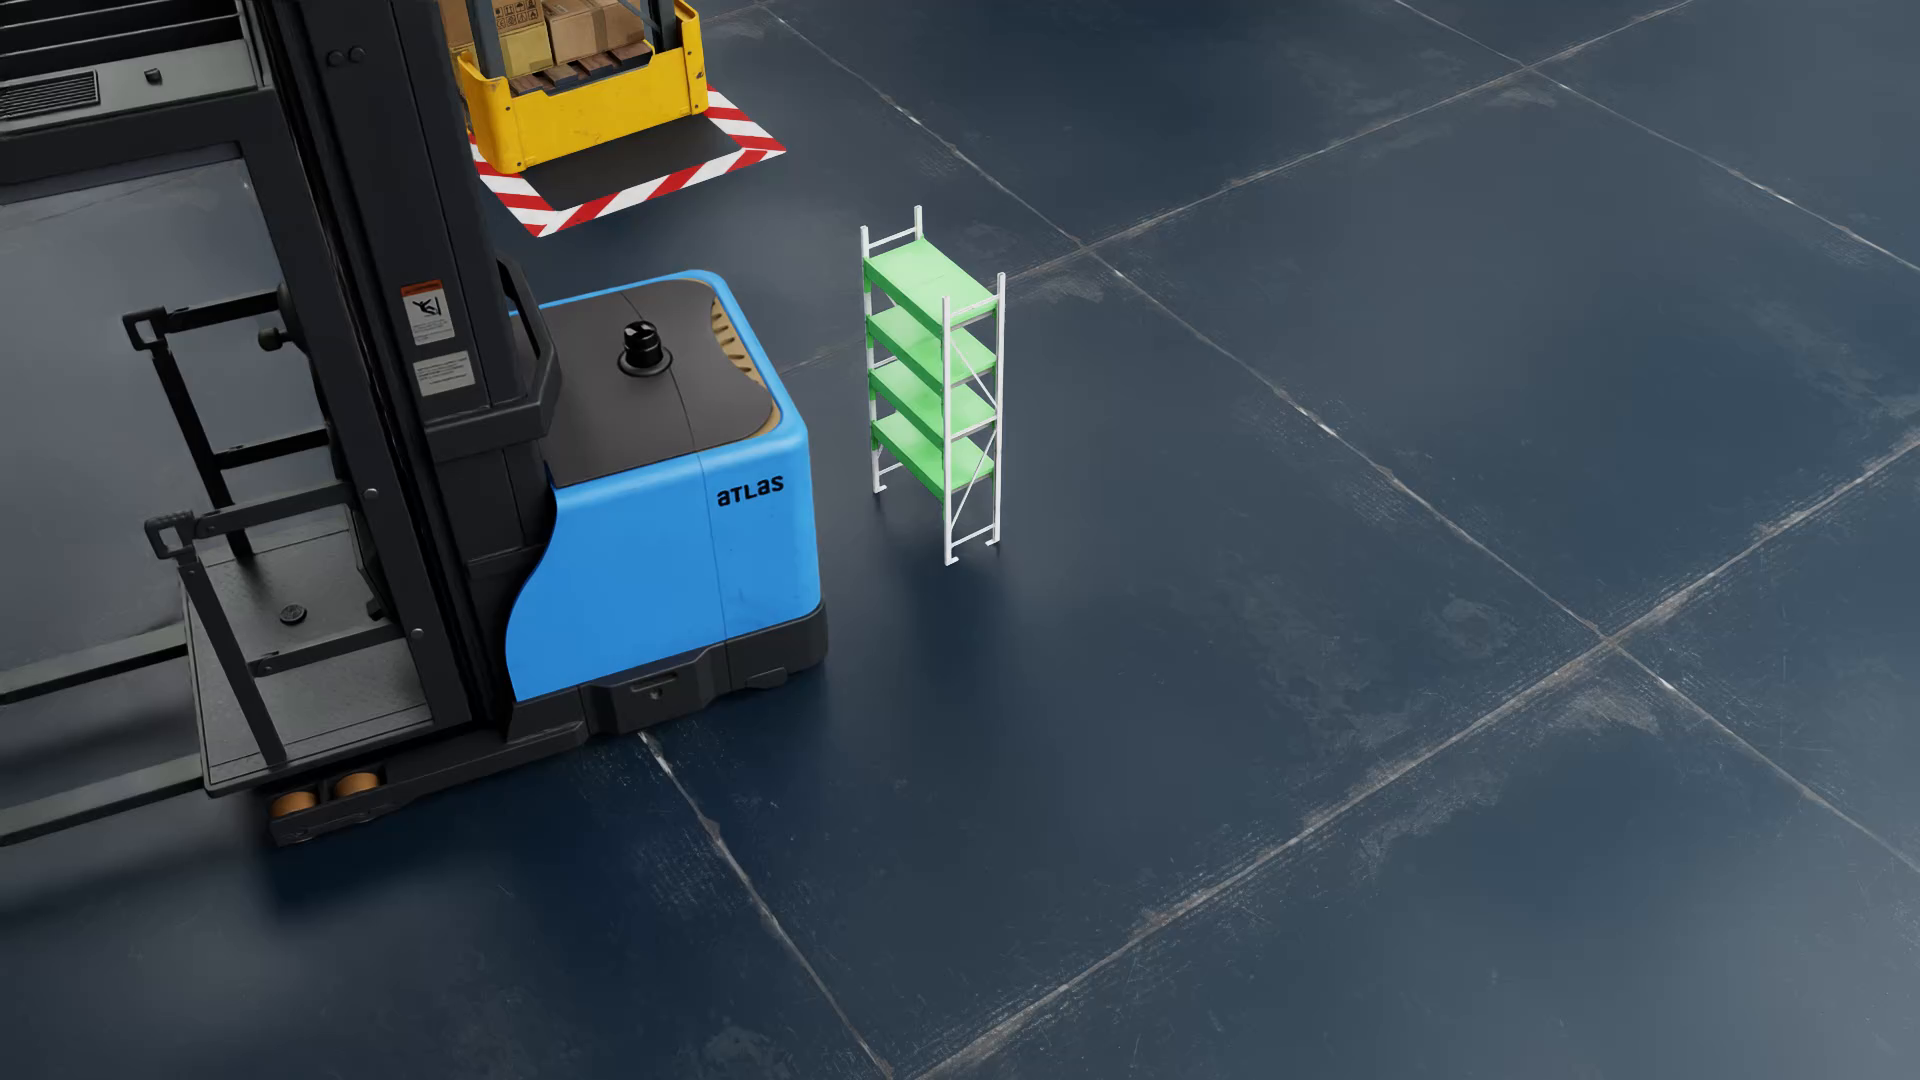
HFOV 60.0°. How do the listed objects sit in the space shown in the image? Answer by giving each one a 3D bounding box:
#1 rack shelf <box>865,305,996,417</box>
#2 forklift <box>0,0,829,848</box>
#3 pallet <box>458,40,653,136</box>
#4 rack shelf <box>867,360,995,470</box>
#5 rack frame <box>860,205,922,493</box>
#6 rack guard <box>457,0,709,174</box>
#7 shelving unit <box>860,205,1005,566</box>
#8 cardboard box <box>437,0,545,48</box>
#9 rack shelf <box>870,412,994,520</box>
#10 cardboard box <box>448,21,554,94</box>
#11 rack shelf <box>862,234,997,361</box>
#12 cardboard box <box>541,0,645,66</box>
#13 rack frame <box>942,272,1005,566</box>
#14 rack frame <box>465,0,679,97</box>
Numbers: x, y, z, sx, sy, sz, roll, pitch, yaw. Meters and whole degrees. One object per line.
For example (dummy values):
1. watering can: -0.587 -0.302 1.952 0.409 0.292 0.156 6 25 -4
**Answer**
1. rack shelf: -0.095 -0.655 5.812 0.258 0.148 0.480 -26 49 -24
2. forklift: -2.019 -0.523 4.675 3.031 2.935 1.130 -16 46 -16
3. pallet: -2.335 -2.602 8.823 1.003 0.211 1.213 -26 49 -24
4. rack shelf: -0.095 -0.482 5.978 0.258 0.148 0.480 -26 49 -24
5. rack frame: -0.234 -0.666 6.079 0.240 1.200 0.015 -26 49 -24
6. rack guard: -1.850 -2.276 8.273 1.175 0.500 0.348 -26 49 -24
7. shelving unit: -0.095 -0.528 5.934 0.258 1.200 0.503 -26 49 -24
8. cardboard box: -2.414 -2.809 8.164 0.500 0.500 0.500 -26 49 -24
9. rack shelf: -0.095 -0.308 6.144 0.258 0.148 0.480 -26 49 -24
10. cardboard box: -2.413 -2.539 8.424 0.500 0.250 0.500 -26 49 -24
11. rack shelf: -0.095 -0.829 5.647 0.258 0.148 0.480 -26 49 -24
12. cardboard box: -1.988 -2.743 8.638 0.500 0.250 0.500 -26 49 -24
13. rack frame: 0.045 -0.390 5.789 0.240 1.200 0.015 -26 49 -24
14. rack frame: -1.863 -3.194 7.424 1.000 3.000 0.127 -26 49 -24
